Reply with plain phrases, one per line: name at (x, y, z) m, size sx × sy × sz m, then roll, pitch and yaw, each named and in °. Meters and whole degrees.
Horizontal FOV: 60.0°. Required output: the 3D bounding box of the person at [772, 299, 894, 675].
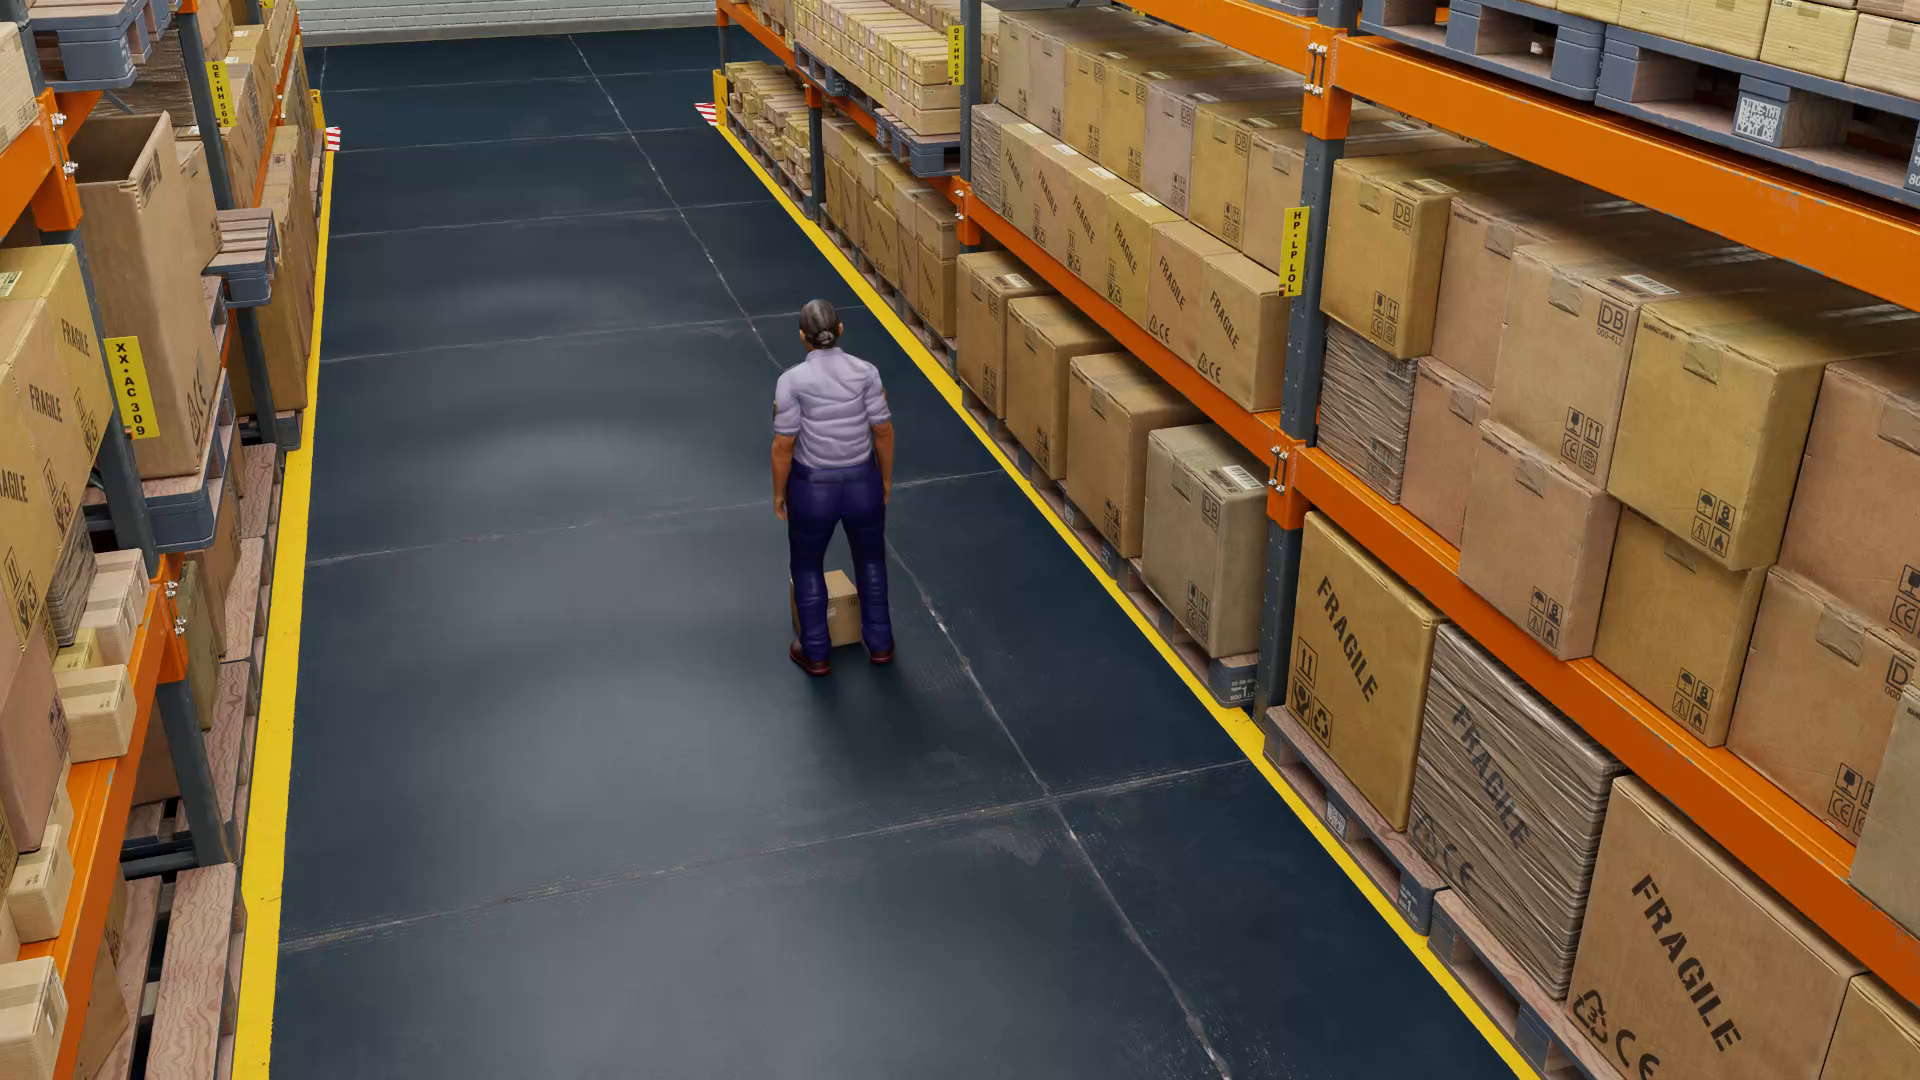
person at (-0.529, -0.207, 7.038) m, size 0.537 × 1.651 × 0.373 m, roll -8°, pitch 28°, yaw -16°
